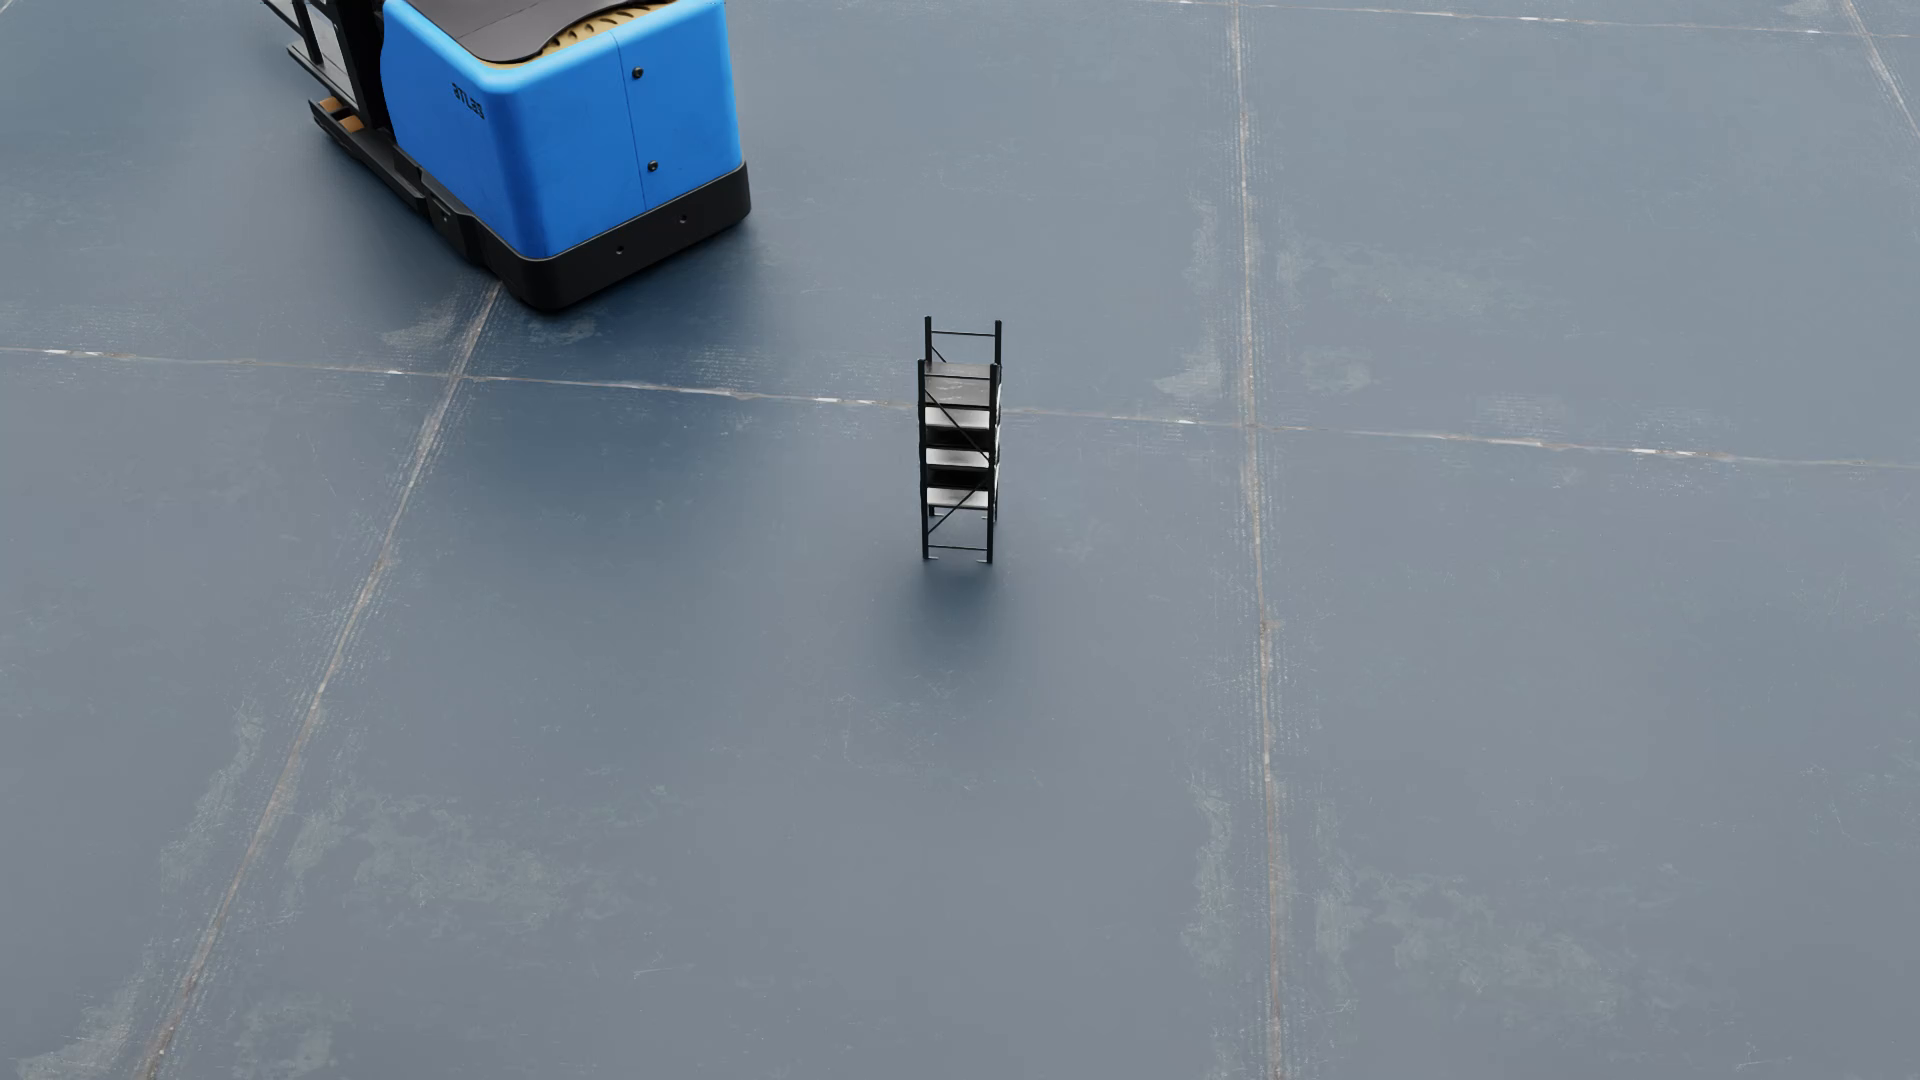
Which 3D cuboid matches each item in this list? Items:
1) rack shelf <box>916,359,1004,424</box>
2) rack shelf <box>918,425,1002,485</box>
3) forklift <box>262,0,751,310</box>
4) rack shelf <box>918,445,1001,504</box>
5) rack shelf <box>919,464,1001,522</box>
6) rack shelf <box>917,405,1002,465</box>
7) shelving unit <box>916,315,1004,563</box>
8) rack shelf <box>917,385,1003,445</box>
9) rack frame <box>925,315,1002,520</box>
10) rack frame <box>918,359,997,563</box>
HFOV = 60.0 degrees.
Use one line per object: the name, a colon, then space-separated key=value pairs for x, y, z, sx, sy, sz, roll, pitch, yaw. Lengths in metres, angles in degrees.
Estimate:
rack shelf: x=0.001 y=-0.469 z=5.249 sx=0.258 sy=0.077 sz=0.200 roll=4 pitch=48 yaw=4
rack shelf: x=0.001 y=-0.287 z=5.448 sx=0.258 sy=0.077 sz=0.200 roll=4 pitch=48 yaw=4
forklift: x=-2.216 y=-2.898 z=6.414 sx=1.130 sy=2.935 sz=3.031 roll=-33 pitch=55 yaw=-26
rack shelf: x=0.001 y=-0.226 z=5.514 sx=0.258 sy=0.077 sz=0.200 roll=4 pitch=48 yaw=4
rack shelf: x=0.001 y=-0.166 z=5.581 sx=0.258 sy=0.077 sz=0.200 roll=4 pitch=48 yaw=4
rack shelf: x=0.001 y=-0.348 z=5.382 sx=0.258 sy=0.077 sz=0.200 roll=4 pitch=48 yaw=4
shelving unit: x=0.001 y=-0.310 z=5.423 sx=0.258 sy=0.900 sz=0.210 roll=4 pitch=48 yaw=4
rack shelf: x=0.001 y=-0.409 z=5.315 sx=0.258 sy=0.077 sz=0.200 roll=4 pitch=48 yaw=4
rack frame: x=0.010 y=-0.384 z=5.492 sx=0.240 sy=0.900 sz=0.006 roll=4 pitch=48 yaw=4
rack frame: x=-0.009 y=-0.235 z=5.355 sx=0.240 sy=0.900 sz=0.006 roll=4 pitch=48 yaw=4
